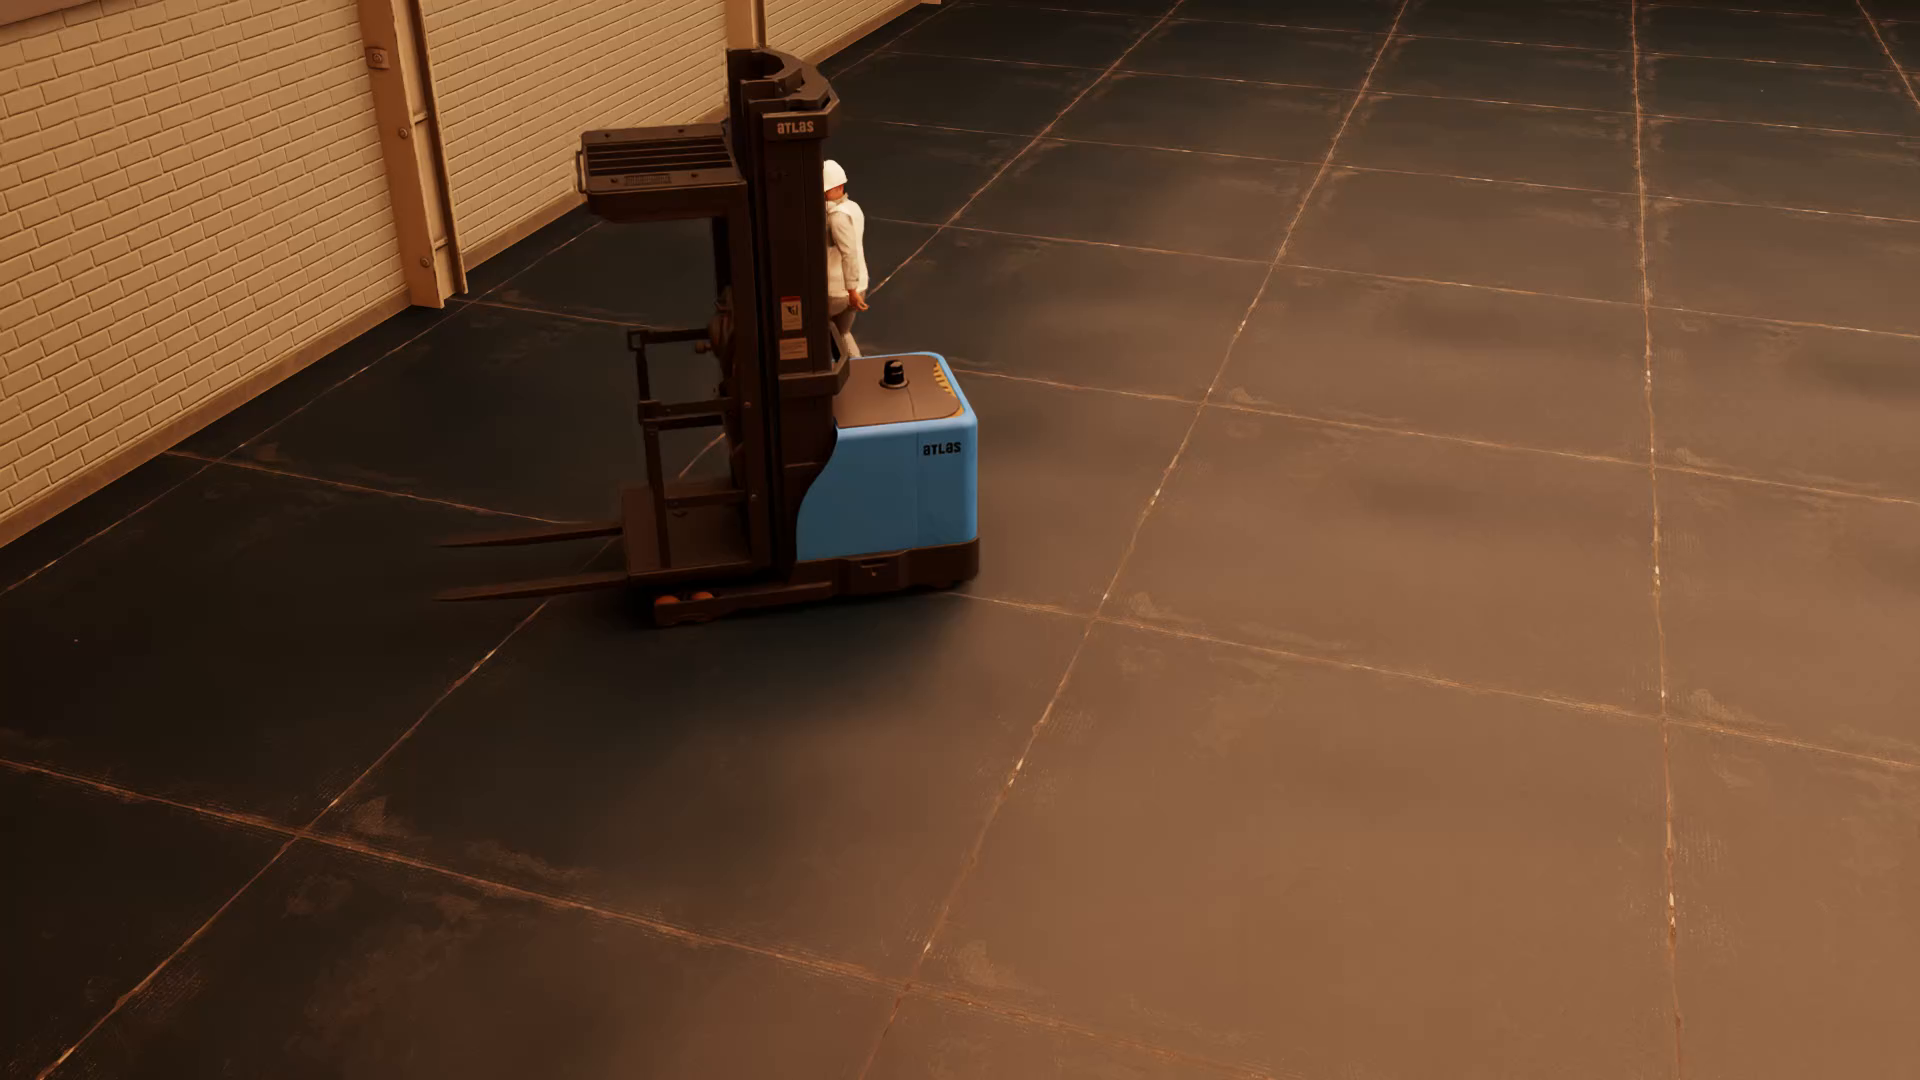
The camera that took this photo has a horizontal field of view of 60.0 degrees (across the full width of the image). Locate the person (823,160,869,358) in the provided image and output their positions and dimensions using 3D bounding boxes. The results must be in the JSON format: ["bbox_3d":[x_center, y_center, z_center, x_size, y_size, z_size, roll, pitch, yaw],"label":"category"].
[{"bbox_3d":[-0.852,-1.743,11.492,0.827,1.771,0.592,17,34,28],"label":"person"}]

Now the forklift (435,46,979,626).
[{"bbox_3d":[-1.462,-1.081,9.033,3.031,2.935,1.130,-6,30,-11],"label":"forklift"}]
